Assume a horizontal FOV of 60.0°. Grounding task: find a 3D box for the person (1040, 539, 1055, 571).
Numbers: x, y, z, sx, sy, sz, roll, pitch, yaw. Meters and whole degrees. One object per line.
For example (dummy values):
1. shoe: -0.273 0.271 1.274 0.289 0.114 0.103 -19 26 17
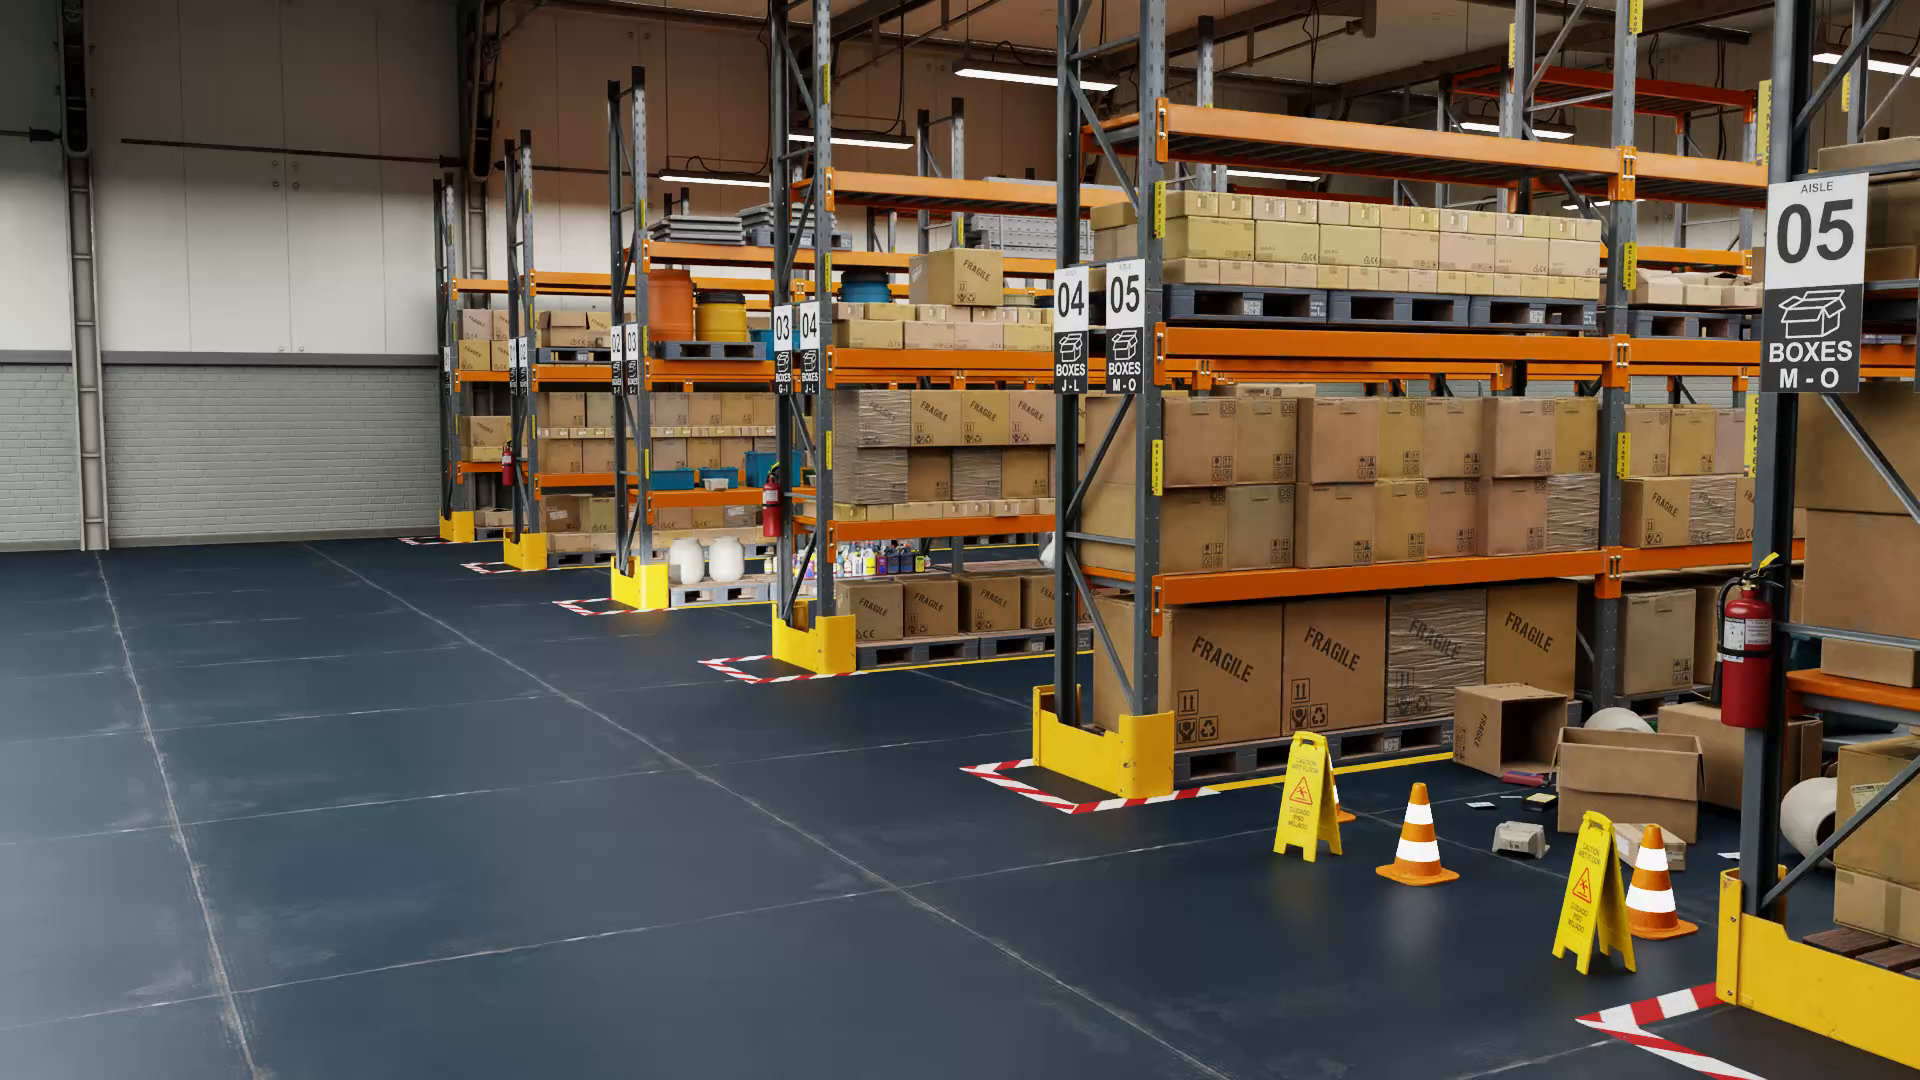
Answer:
1. person: 1.286 0.261 18.344 0.869 1.111 0.585 -3 6 -29
